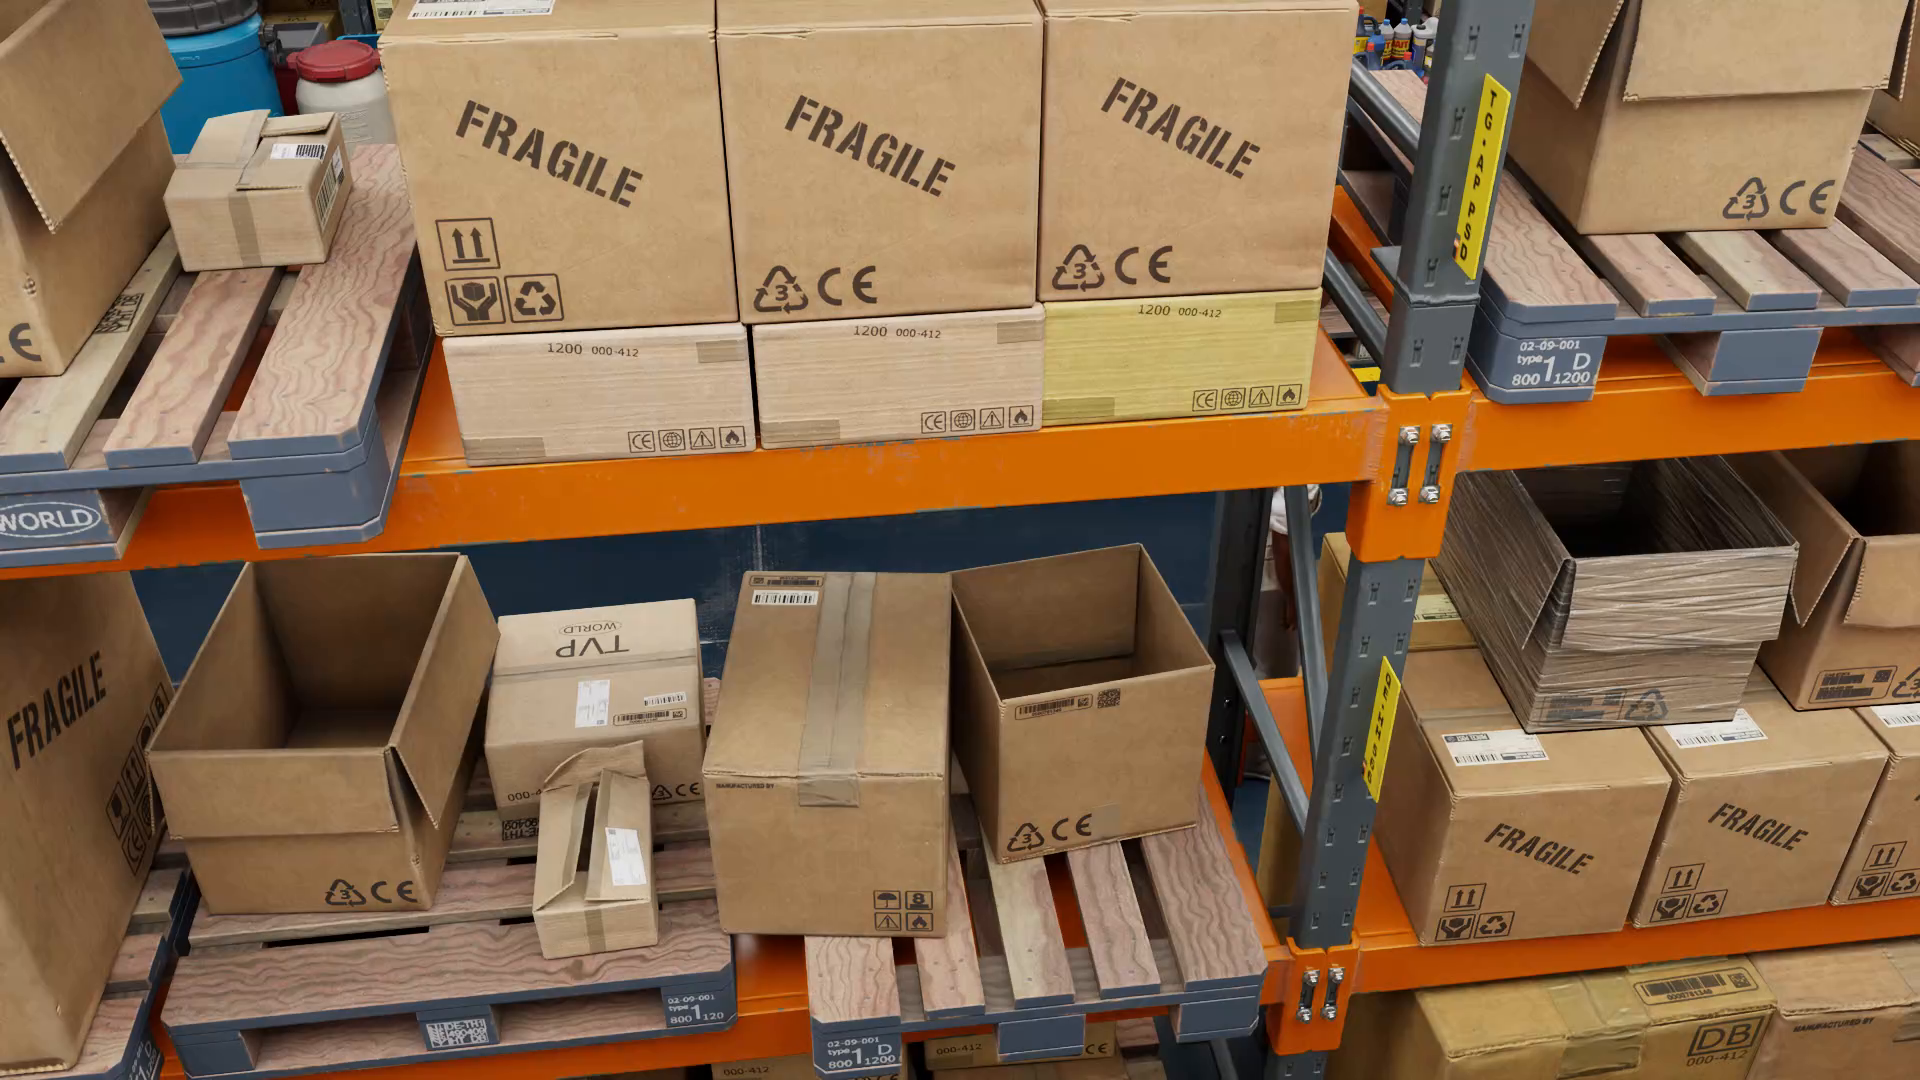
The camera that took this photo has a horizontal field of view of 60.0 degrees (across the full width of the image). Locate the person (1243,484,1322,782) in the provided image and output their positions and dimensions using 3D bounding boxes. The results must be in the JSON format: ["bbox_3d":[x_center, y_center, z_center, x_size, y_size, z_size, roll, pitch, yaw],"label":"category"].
[{"bbox_3d":[1.118,0.110,5.991,0.394,1.656,0.513,-6,35,-8],"label":"person"}]
